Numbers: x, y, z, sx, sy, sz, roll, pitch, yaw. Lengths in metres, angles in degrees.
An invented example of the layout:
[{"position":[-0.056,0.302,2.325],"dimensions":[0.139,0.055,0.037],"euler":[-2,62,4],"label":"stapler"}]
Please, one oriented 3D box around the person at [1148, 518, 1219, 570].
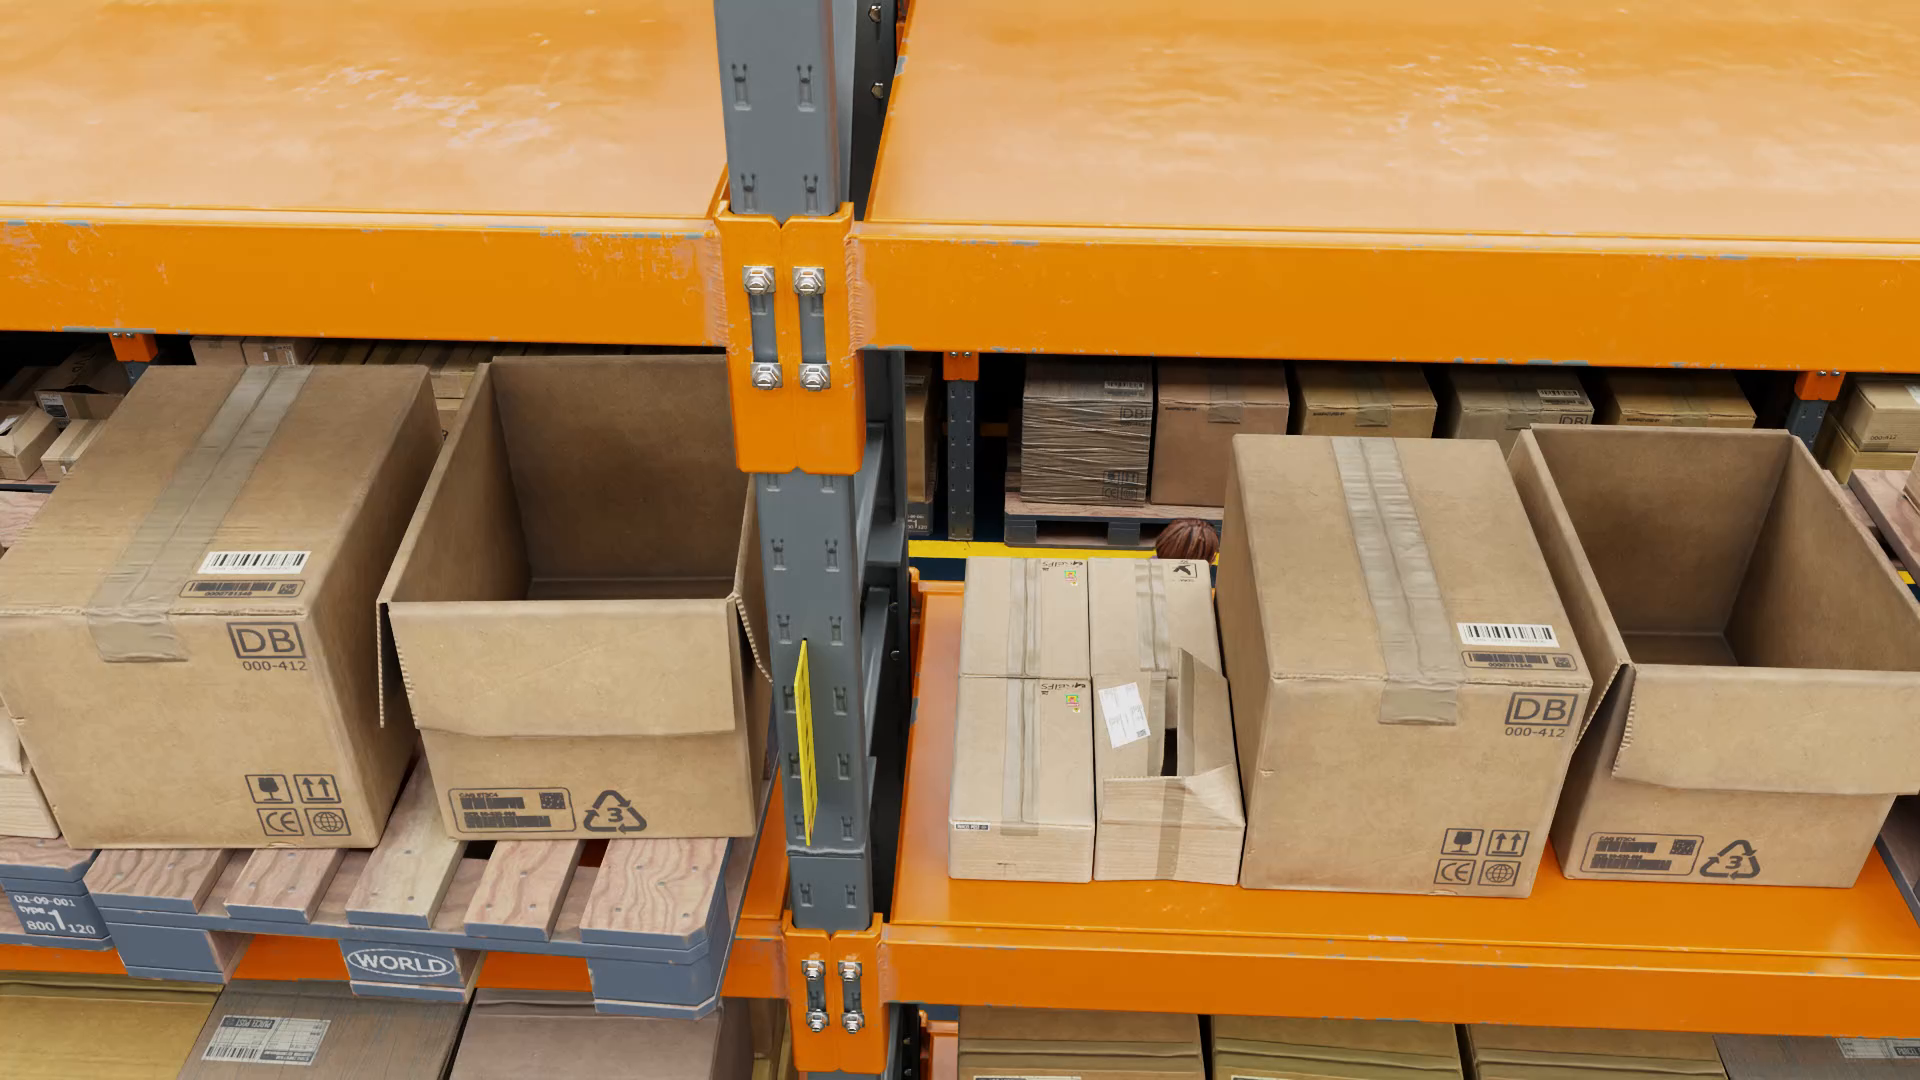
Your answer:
[{"position":[0.749,0.595,6.309],"dimensions":[0.347,1.591,0.480],"euler":[-1,36,-1],"label":"person"}]
